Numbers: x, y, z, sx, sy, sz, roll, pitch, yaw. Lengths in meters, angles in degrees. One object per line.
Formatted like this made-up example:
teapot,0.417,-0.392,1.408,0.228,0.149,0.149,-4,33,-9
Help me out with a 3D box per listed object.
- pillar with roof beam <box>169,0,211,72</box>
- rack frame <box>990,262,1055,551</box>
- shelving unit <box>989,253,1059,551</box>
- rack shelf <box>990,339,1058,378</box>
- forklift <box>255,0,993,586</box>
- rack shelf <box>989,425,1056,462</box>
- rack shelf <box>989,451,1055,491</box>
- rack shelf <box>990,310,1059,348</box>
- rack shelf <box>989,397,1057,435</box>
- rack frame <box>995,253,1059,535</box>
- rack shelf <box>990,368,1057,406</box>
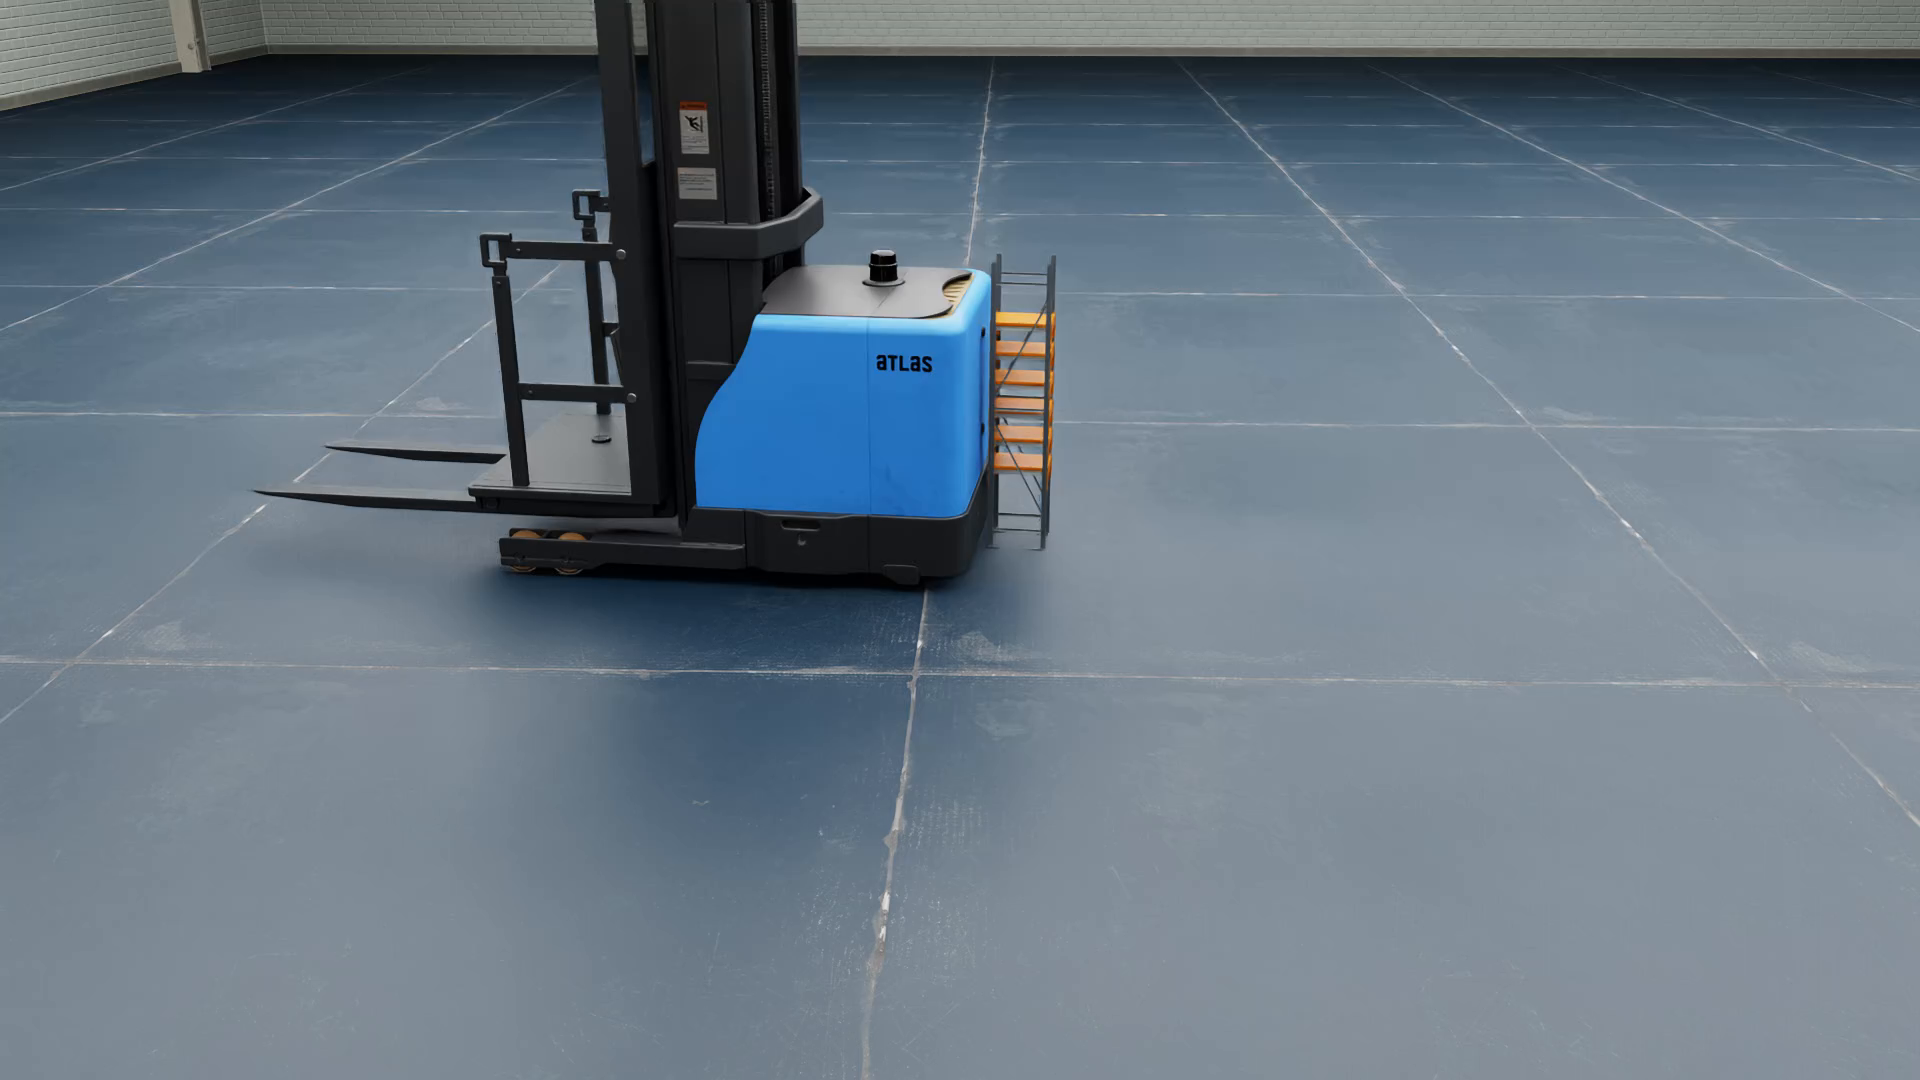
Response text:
pillar with roof beam,-7.523,-11.407,23.988,9.100,9.000,0.400,1,21,2
rack frame,0.247,-0.521,6.710,0.240,1.200,0.006,3,21,7
shelving unit,0.259,-0.554,6.795,0.258,1.200,0.189,3,21,7
rack shelf,0.260,-0.736,6.724,0.258,0.103,0.180,3,21,7
forklift,-1.401,-1.411,6.613,3.031,2.935,1.130,3,21,7
rack shelf,0.259,-0.400,6.854,0.258,0.103,0.180,3,21,7
rack shelf,0.258,-0.288,6.898,0.258,0.103,0.180,3,21,7
rack shelf,0.261,-0.848,6.680,0.258,0.103,0.180,3,21,7
rack shelf,0.259,-0.512,6.811,0.258,0.103,0.180,3,21,7
rack frame,0.272,-0.586,6.879,0.240,1.200,0.006,3,21,7
rack shelf,0.260,-0.624,6.767,0.258,0.103,0.180,3,21,7
